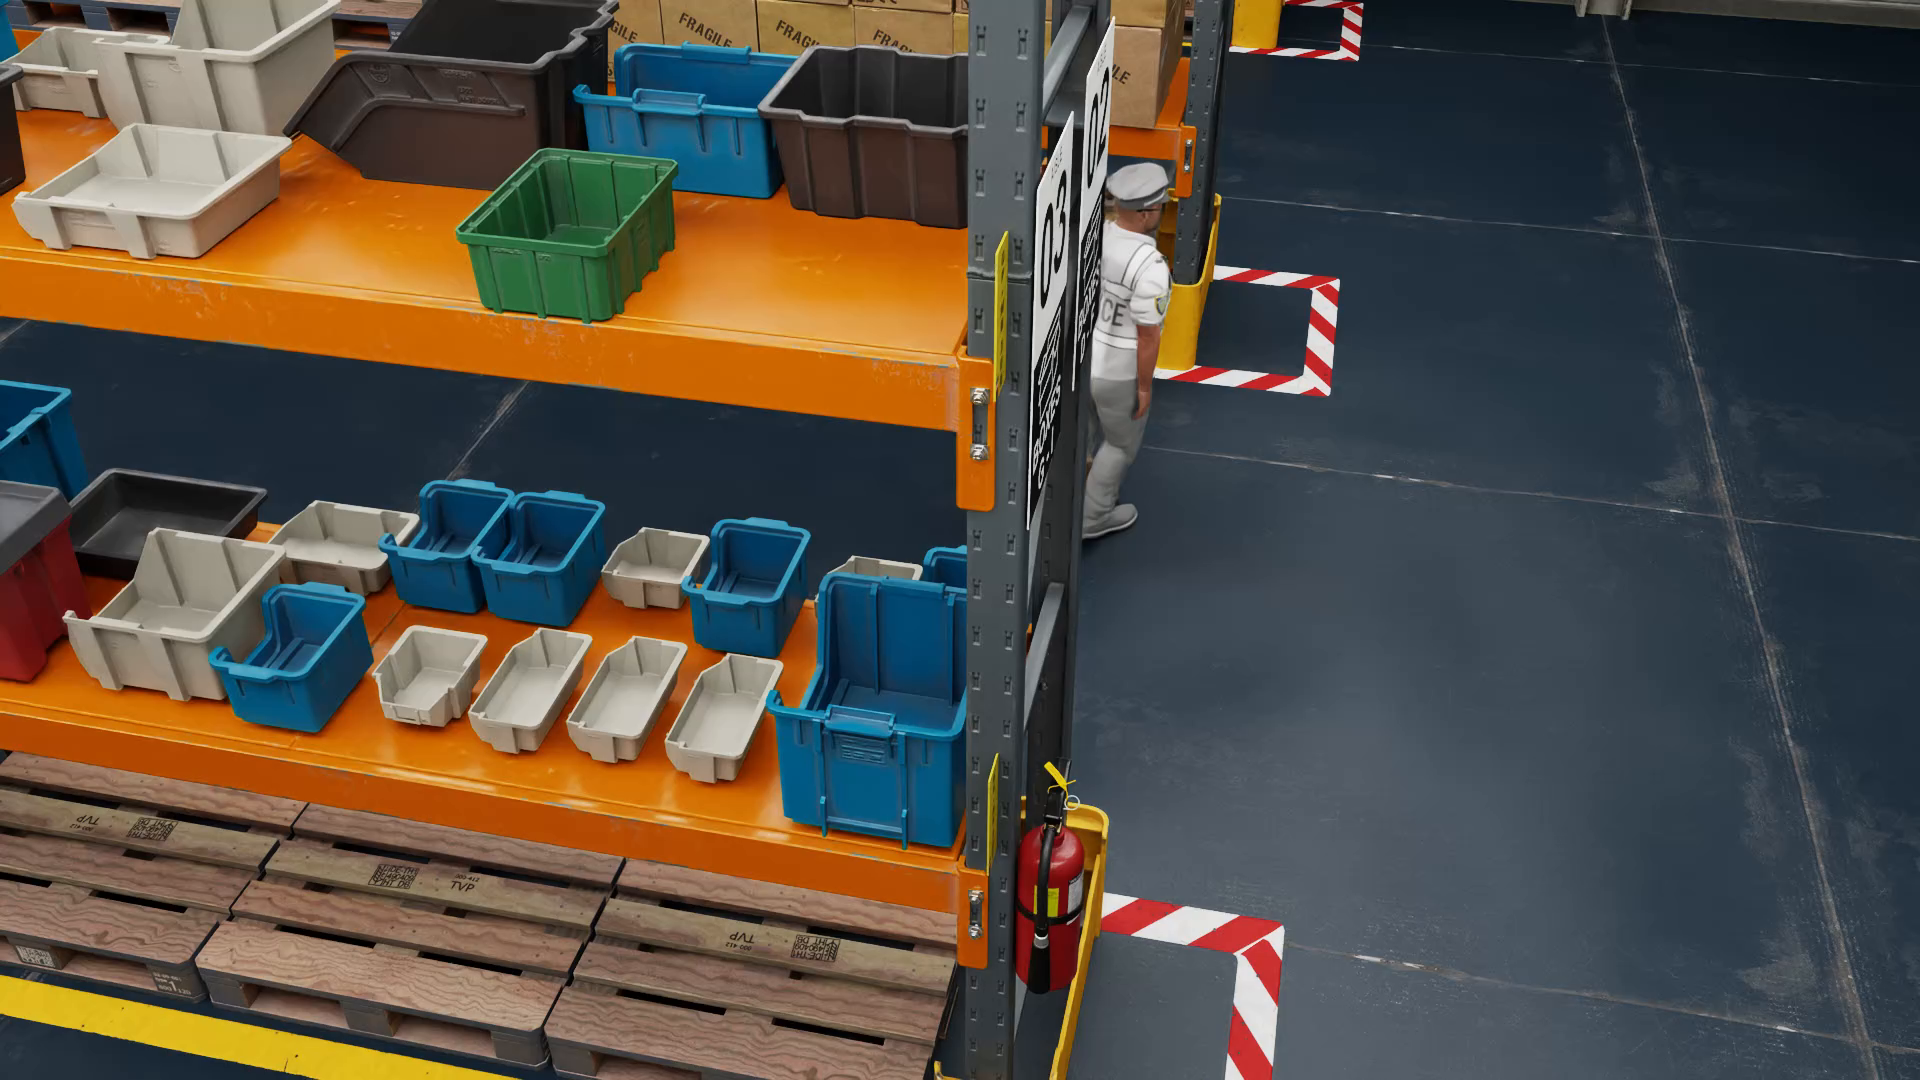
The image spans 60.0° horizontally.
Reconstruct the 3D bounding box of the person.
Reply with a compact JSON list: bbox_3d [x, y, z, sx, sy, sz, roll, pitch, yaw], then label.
[{"bbox_3d":[0.584,-0.750,7.152,0.571,1.750,0.593,-29,45,-33],"label":"person"}]
